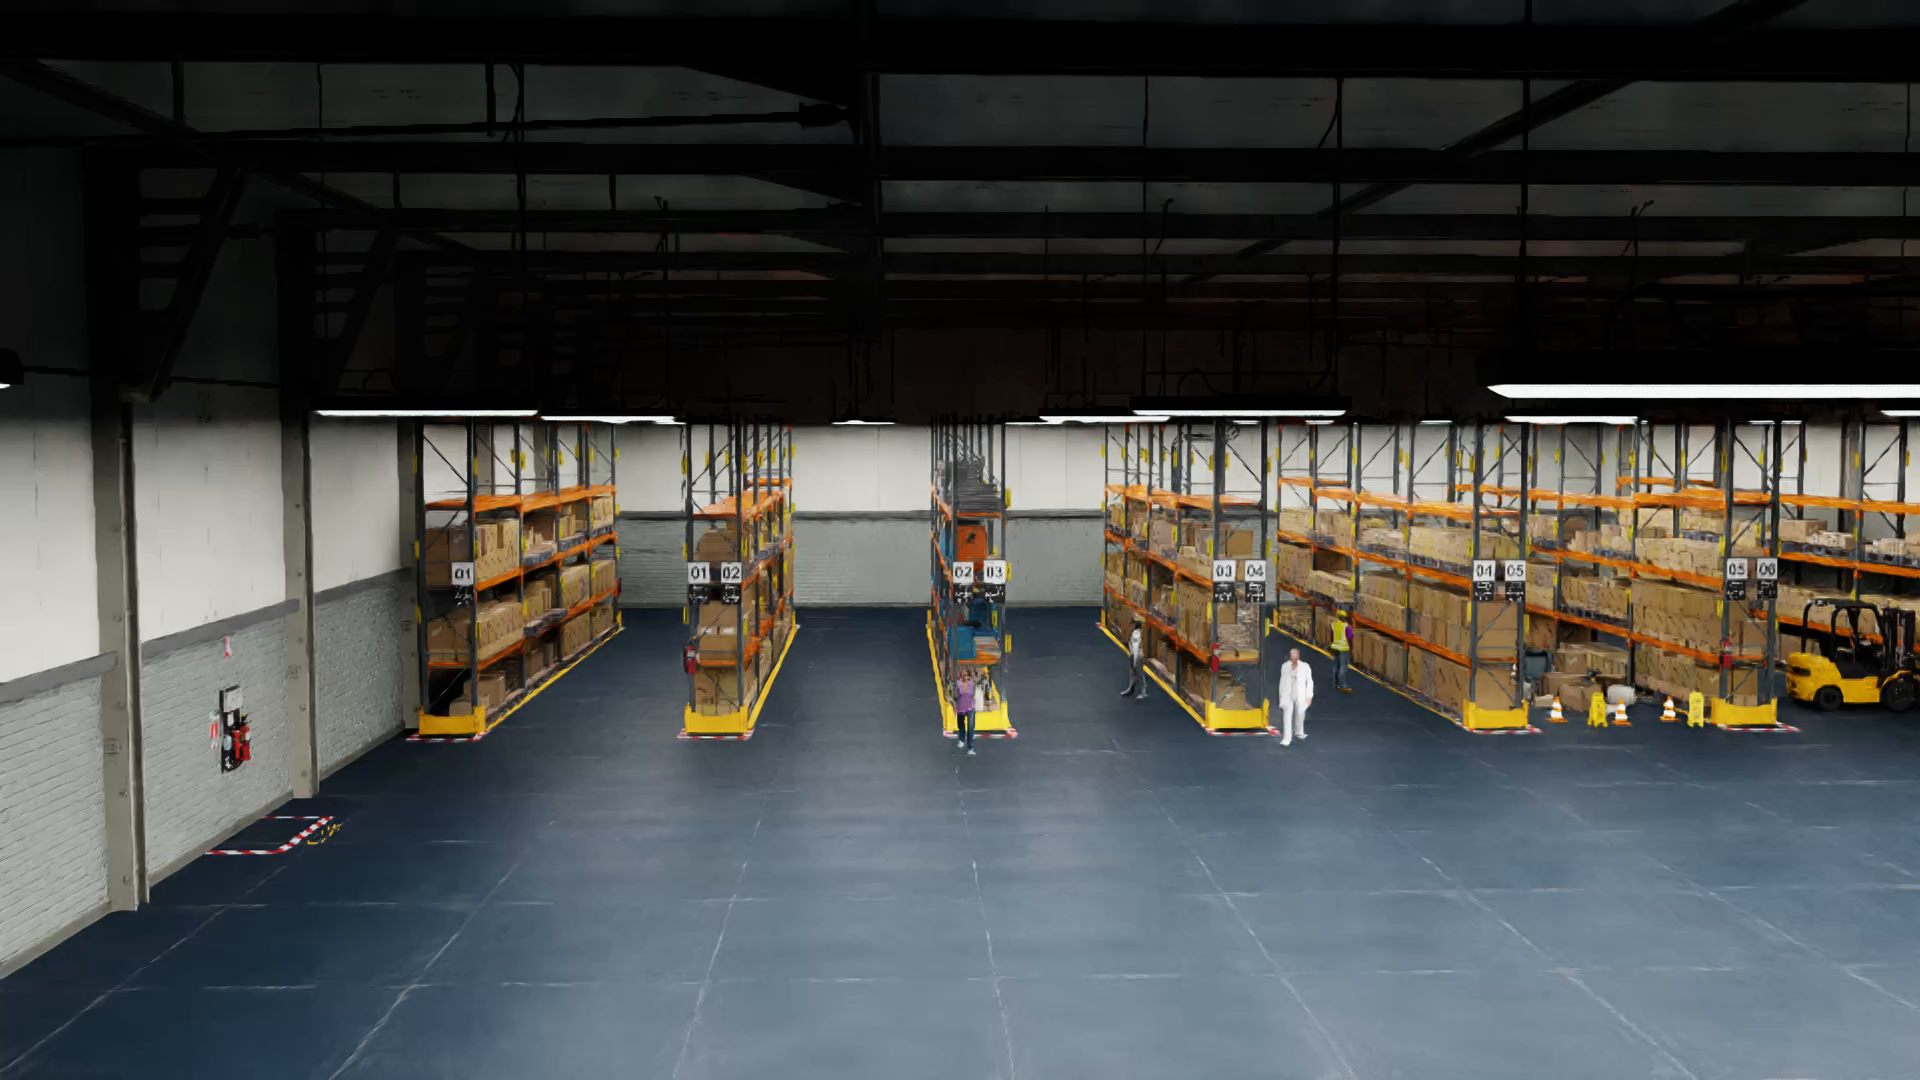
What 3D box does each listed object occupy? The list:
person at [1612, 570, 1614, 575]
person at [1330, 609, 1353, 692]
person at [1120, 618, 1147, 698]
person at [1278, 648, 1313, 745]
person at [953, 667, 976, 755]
[{"bbox_3d":[19.807,1.439,49.828,0.390,1.767,0.629,-3,5,-34],"label":"person"},{"bbox_3d":[8.289,2.374,35.983,0.452,1.768,0.632,-3,5,-34],"label":"person"},{"bbox_3d":[3.683,2.484,35.230,0.587,1.654,0.674,1,4,10],"label":"person"},{"bbox_3d":[6.065,2.807,30.059,0.613,1.734,1.017,1,4,13],"label":"person"},{"bbox_3d":[0.080,2.972,29.155,0.417,1.504,1.037,0,4,0],"label":"person"}]
